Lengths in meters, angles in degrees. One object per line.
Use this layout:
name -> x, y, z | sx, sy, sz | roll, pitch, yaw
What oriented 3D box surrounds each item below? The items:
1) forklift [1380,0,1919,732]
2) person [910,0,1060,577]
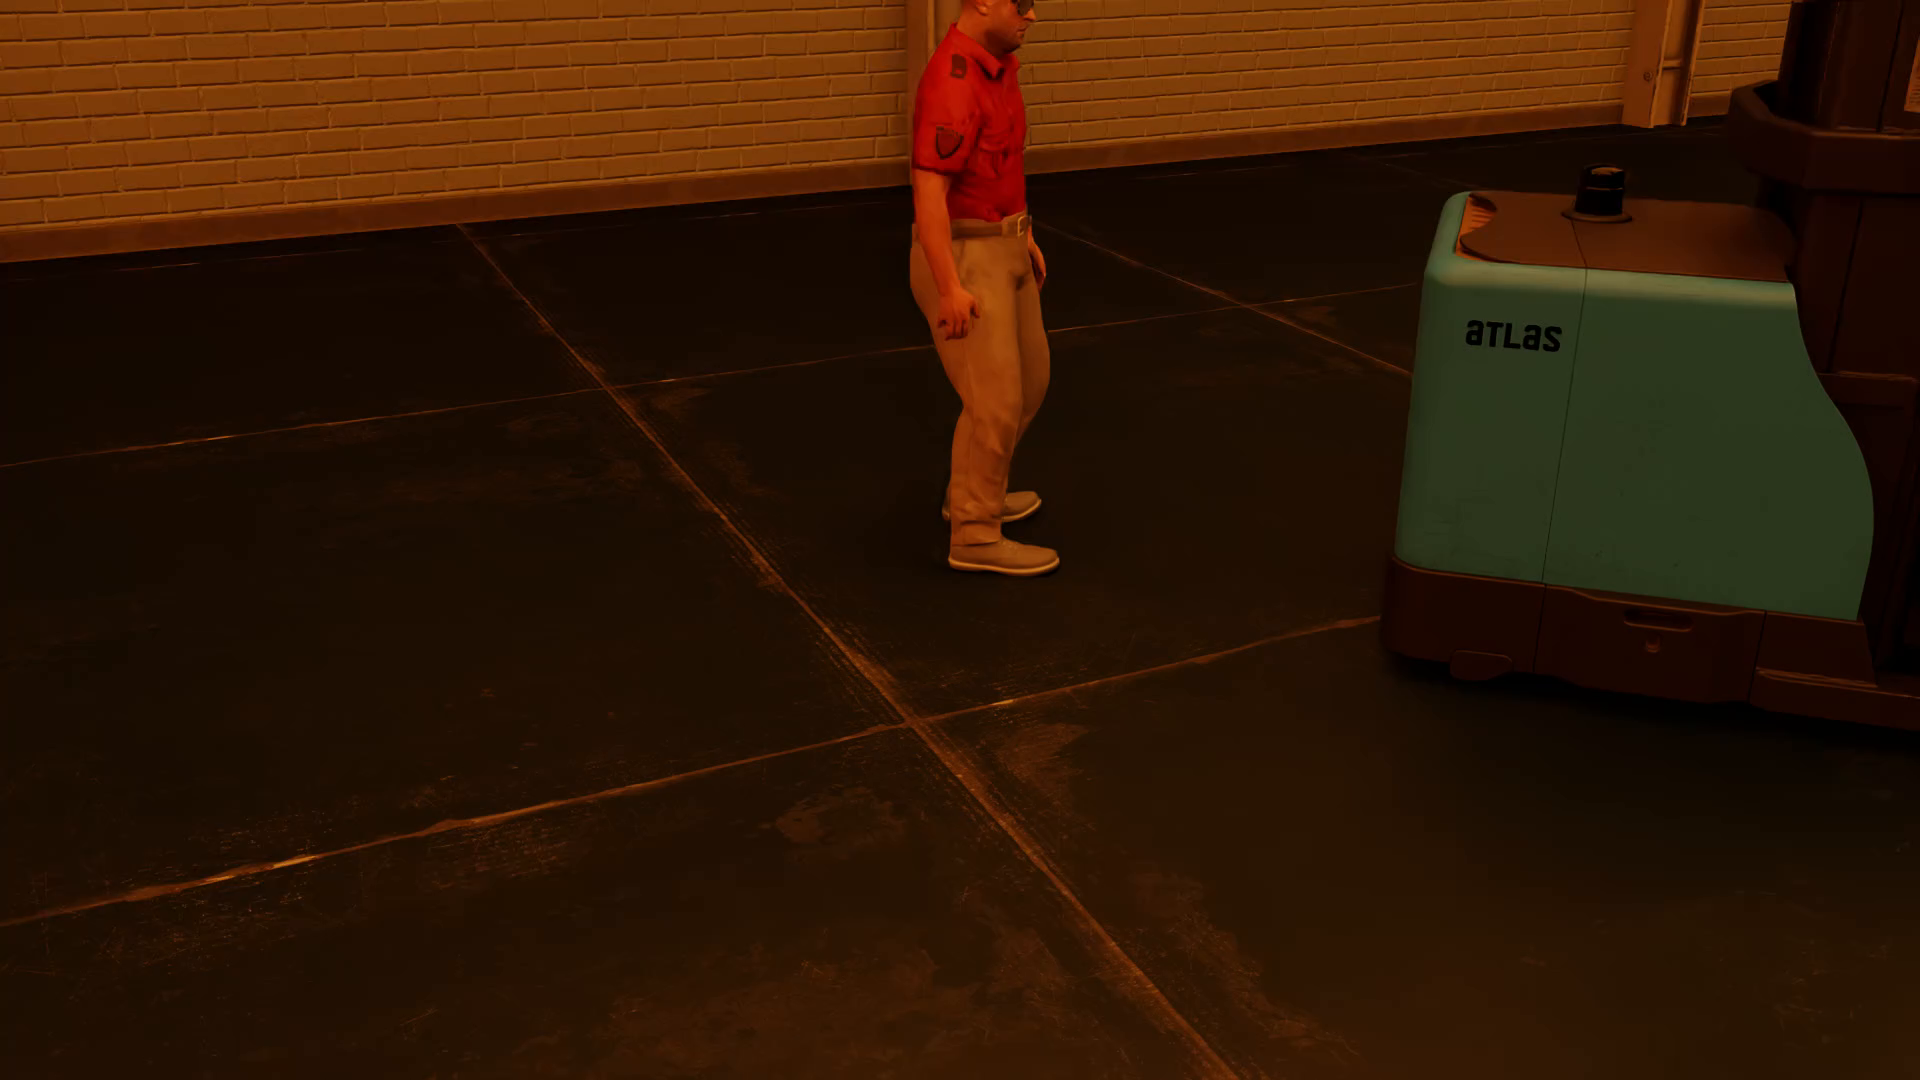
forklift -> 2.660, -1.011, 3.719 | 3.031, 2.935, 1.130 | 7, 24, 17
person -> 0.116, -0.778, 4.759 | 0.487, 1.710, 0.630 | 8, 24, 19
